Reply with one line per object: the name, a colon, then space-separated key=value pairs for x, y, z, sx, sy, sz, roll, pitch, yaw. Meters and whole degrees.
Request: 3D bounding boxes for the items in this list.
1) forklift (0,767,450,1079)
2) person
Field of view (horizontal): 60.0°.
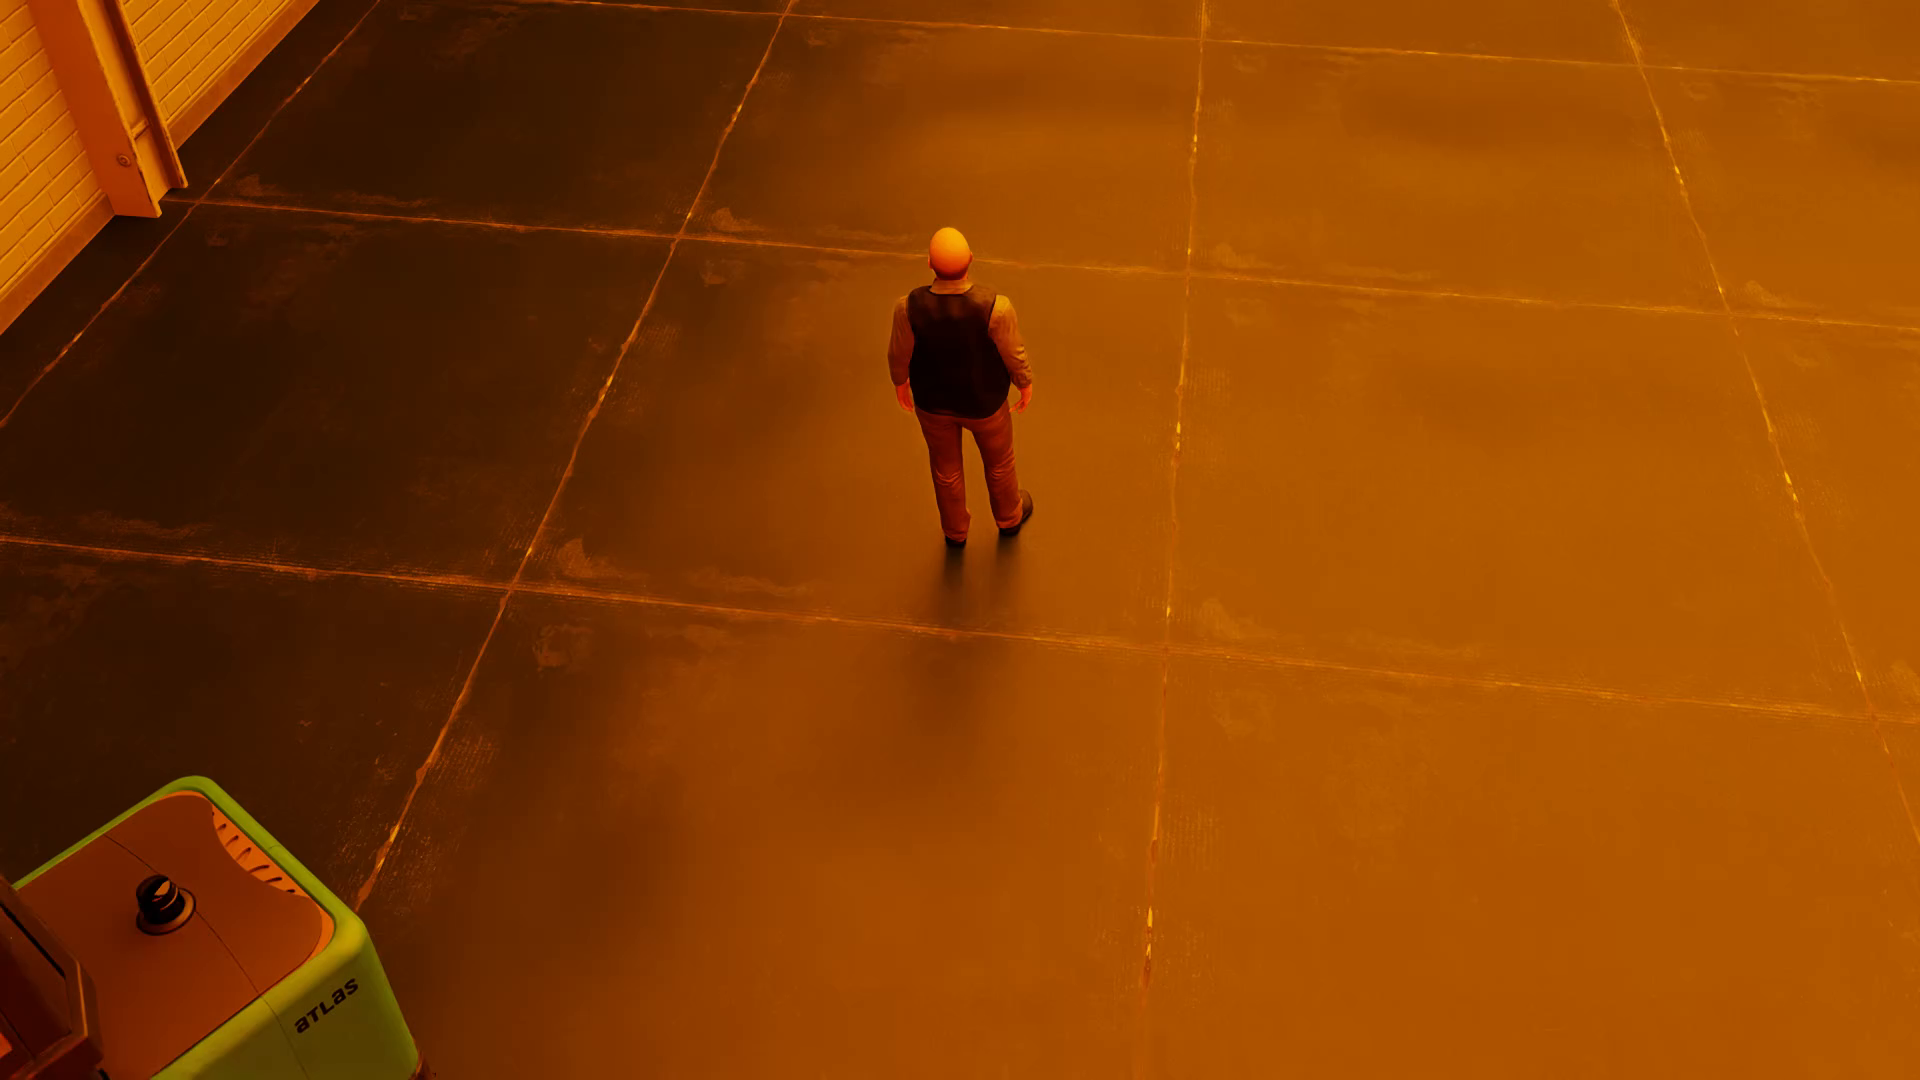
forklift: x=-3.097 y=1.407 z=4.193 sx=1.130 sy=2.935 sz=3.031 roll=30 pitch=50 yaw=29
person: x=0.016 y=-0.680 z=7.348 sx=0.632 sy=1.720 sz=0.568 roll=5 pitch=43 yaw=6
